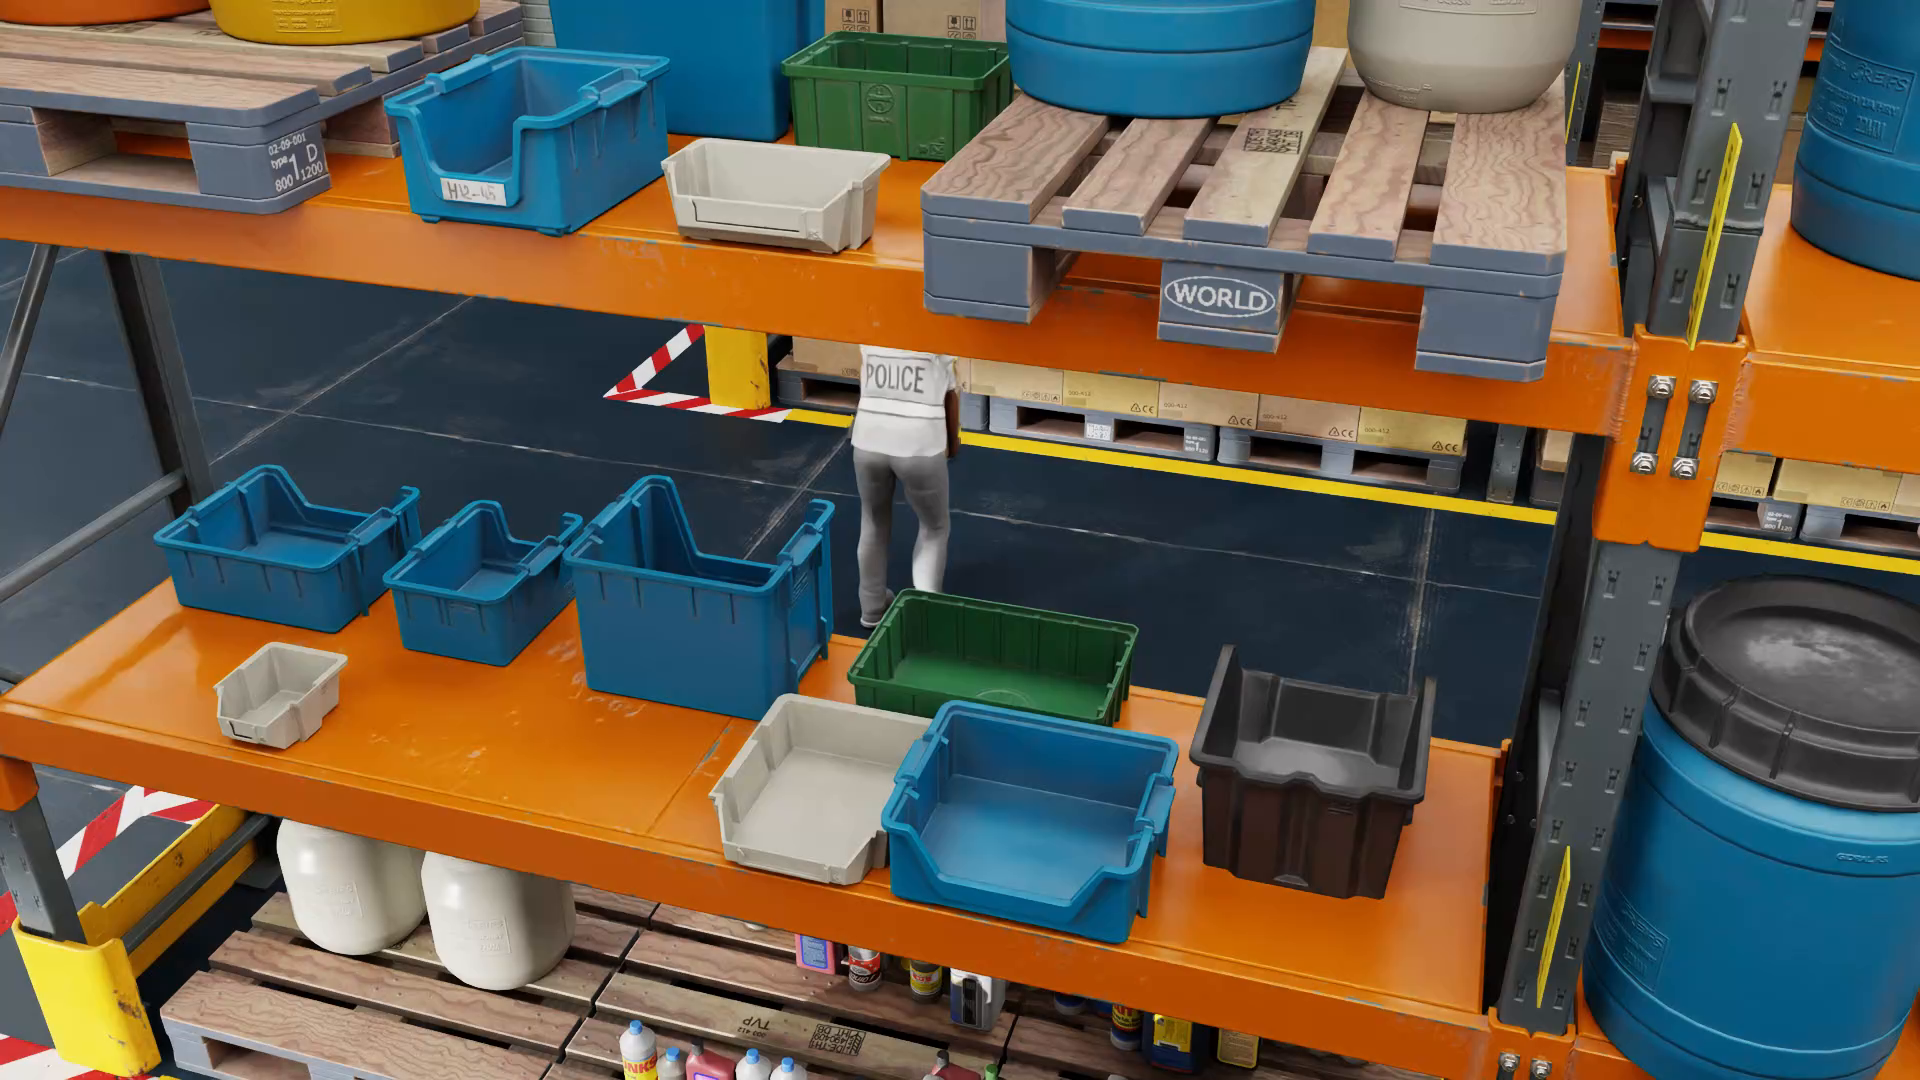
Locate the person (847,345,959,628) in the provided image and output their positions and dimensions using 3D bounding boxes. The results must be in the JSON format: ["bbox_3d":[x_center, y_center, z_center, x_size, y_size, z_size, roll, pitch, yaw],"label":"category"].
[{"bbox_3d":[-0.222,-0.383,6.886,0.411,1.596,0.573,8,30,14],"label":"person"}]
